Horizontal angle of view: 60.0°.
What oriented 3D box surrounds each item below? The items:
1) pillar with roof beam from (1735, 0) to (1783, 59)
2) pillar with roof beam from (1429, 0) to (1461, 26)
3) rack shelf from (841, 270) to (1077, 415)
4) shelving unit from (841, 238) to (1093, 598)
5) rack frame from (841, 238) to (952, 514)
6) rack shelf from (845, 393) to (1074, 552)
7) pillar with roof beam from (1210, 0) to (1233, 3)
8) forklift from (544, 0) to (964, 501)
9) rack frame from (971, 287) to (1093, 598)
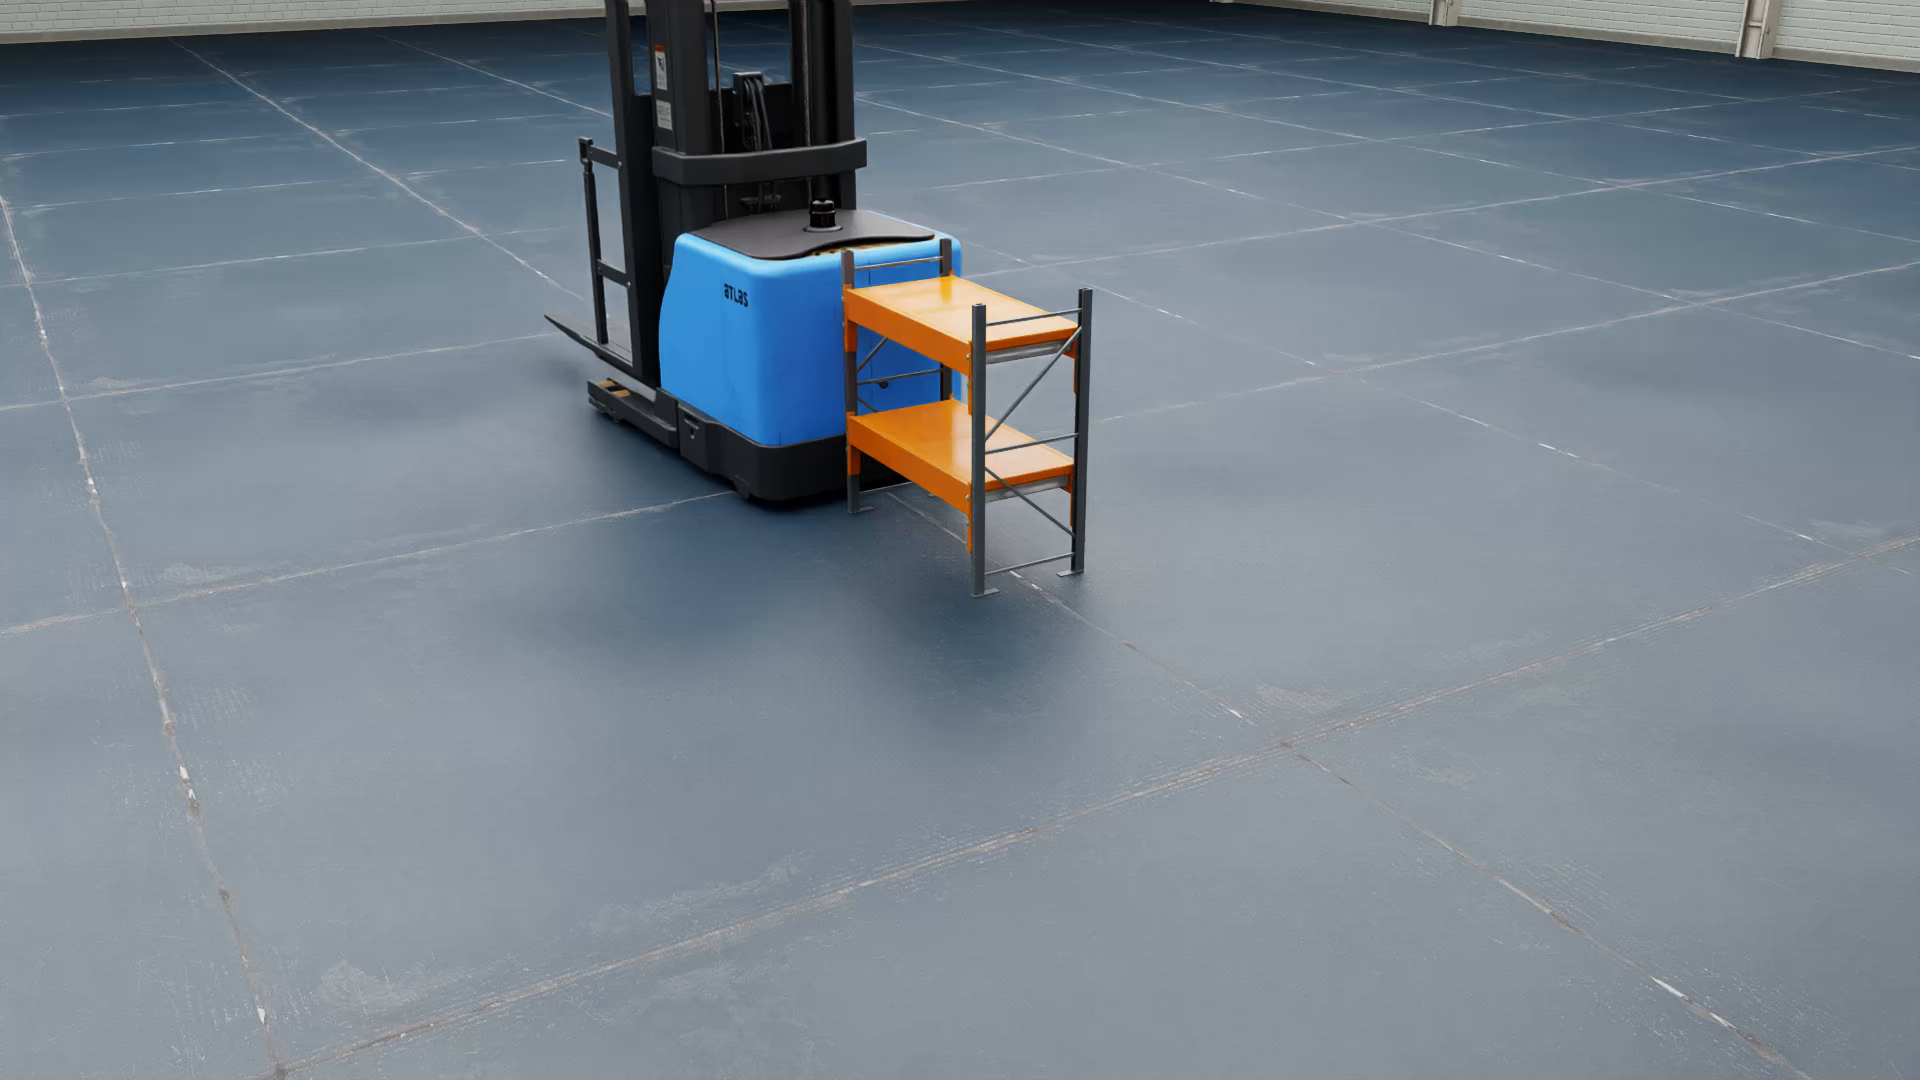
[{"bbox_3d":[7.689,-10.269,20.126,9.100,9.000,0.400,-13,25,-28],"label":"pillar with roof beam"},{"bbox_3d":[4.625,-12.212,24.905,9.100,9.000,0.400,-13,25,-28],"label":"pillar with roof beam"},{"bbox_3d":[0.003,-0.790,6.484,0.538,0.278,1.000,-13,25,-28],"label":"rack shelf"},{"bbox_3d":[0.003,-0.519,6.594,0.538,1.125,1.048,-13,25,-28],"label":"shelving unit"},{"bbox_3d":[-0.256,-0.683,6.999,0.500,1.125,0.032,-13,25,-28],"label":"rack frame"},{"bbox_3d":[0.003,-0.292,6.686,0.538,0.278,1.000,-13,25,-28],"label":"rack shelf"},{"bbox_3d":[1.560,-14.154,29.683,9.100,9.000,0.400,-13,25,-28],"label":"pillar with roof beam"},{"bbox_3d":[-1.216,-2.024,7.899,1.130,2.935,3.031,-14,26,-31],"label":"forklift"},{"bbox_3d":[0.263,-0.354,6.189,0.500,1.125,0.032,-13,25,-28],"label":"rack frame"}]
